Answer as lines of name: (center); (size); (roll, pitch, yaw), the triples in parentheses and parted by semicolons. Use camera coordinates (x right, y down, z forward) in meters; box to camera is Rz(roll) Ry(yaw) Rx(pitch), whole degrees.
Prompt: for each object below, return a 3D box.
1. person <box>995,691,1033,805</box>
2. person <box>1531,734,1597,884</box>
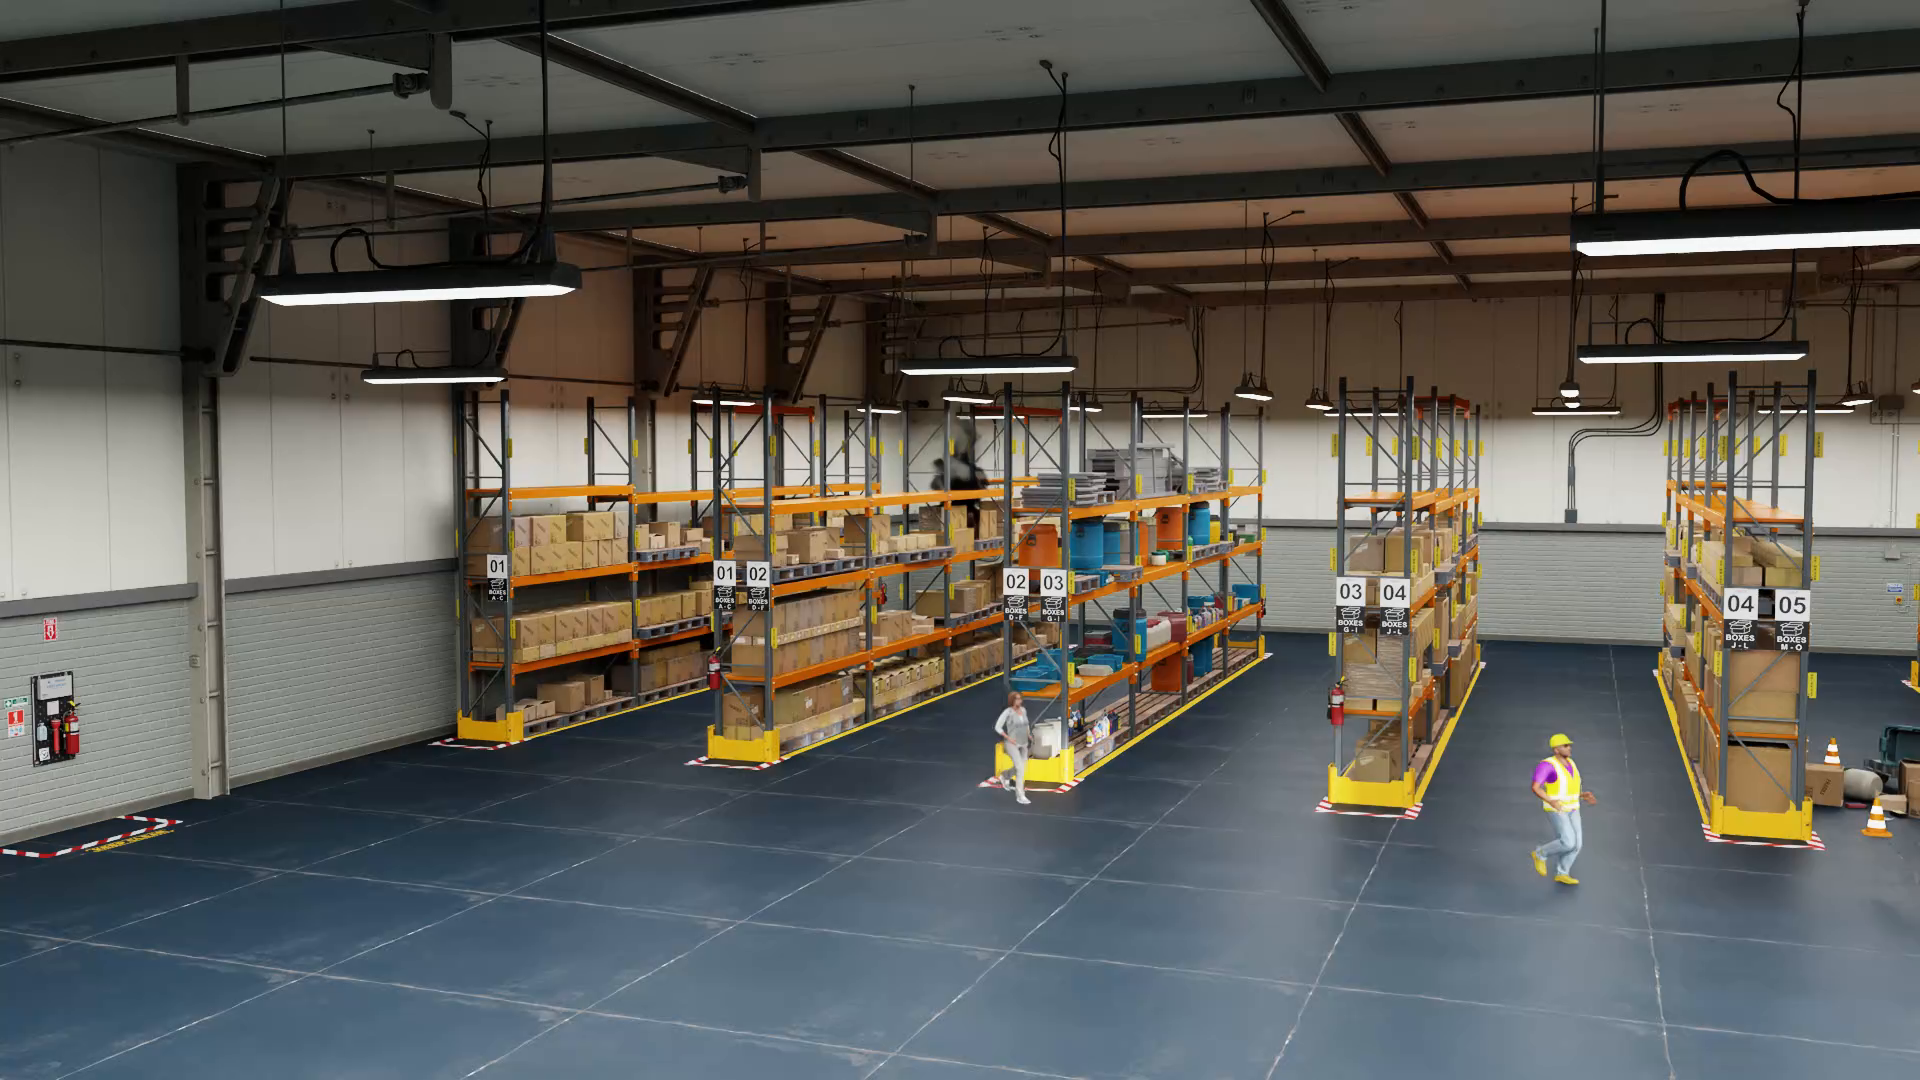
person: (0.747, 2.919, 23.542); (0.558, 1.578, 0.702); (-2, 4, -38)
person: (6.919, 3.088, 19.121); (0.699, 1.719, 0.605); (-2, 4, -34)
